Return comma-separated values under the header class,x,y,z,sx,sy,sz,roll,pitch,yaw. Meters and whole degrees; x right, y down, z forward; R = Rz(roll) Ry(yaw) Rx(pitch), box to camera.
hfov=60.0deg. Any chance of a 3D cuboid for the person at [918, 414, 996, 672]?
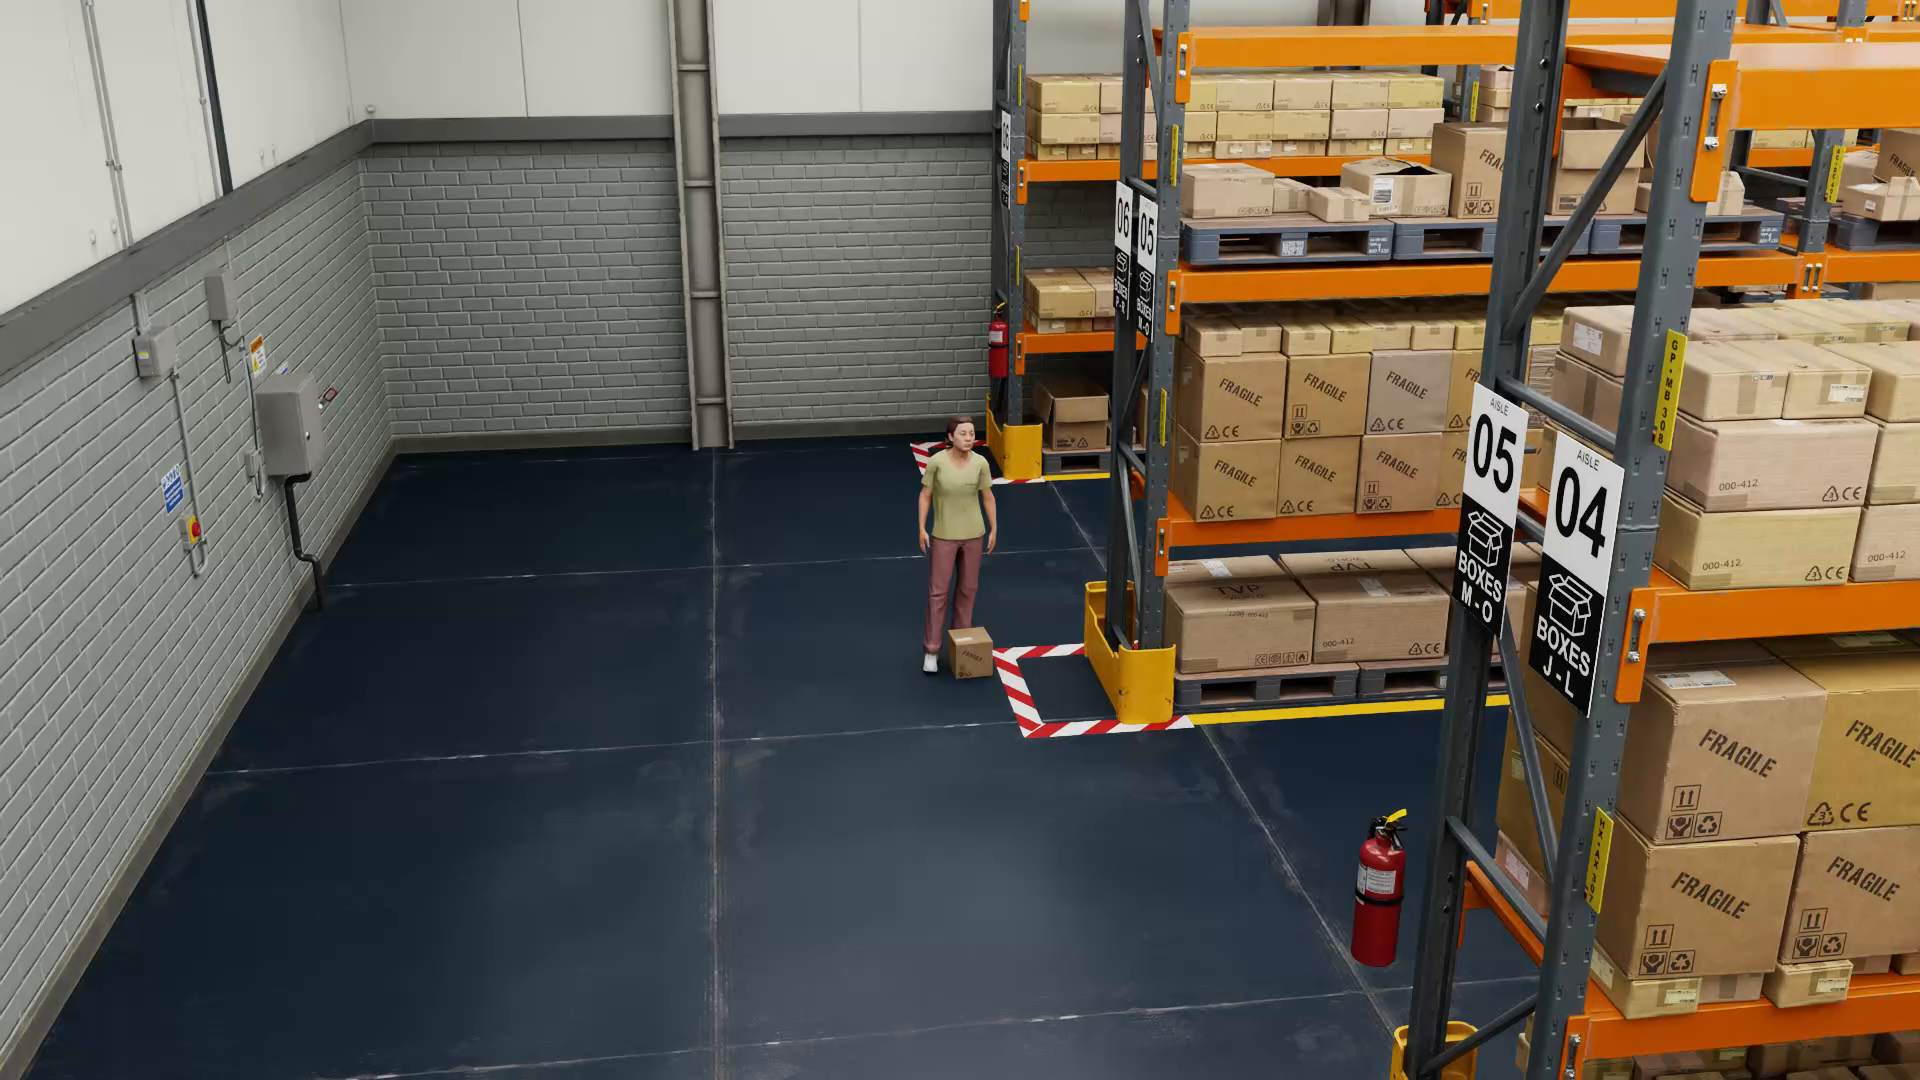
class,x,y,z,sx,sy,sz,roll,pitch,yaw
person,-0.010,0.005,11.035,0.553,1.675,0.549,-4,20,-10
